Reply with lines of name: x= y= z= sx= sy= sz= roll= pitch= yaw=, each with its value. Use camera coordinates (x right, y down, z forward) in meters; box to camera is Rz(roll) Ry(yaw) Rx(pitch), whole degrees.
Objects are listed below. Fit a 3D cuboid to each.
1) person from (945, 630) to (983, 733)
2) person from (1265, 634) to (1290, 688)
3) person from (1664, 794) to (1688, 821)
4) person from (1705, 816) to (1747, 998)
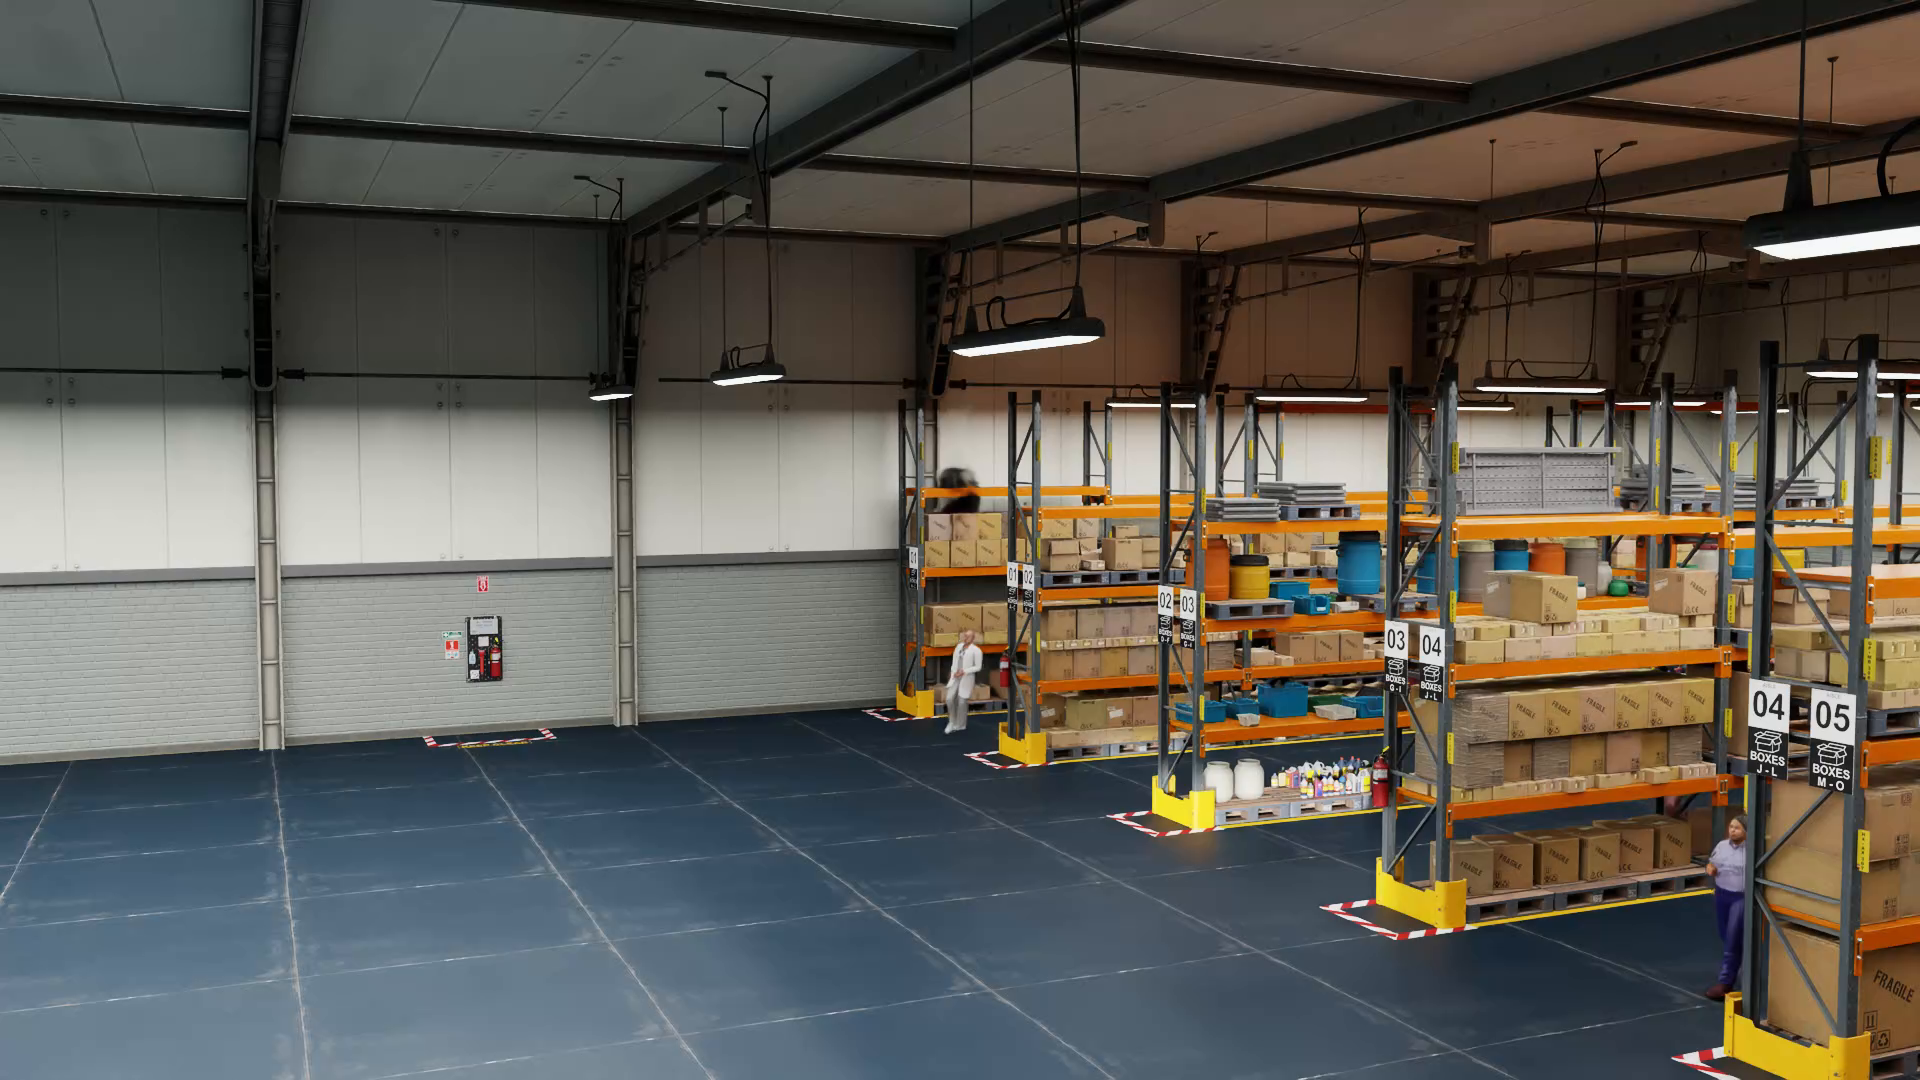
person: x=0.058 y=2.381 z=27.947 sx=0.700 sy=1.742 sz=0.634 roll=2 pitch=4 yaw=29
person: x=6.068 y=2.551 z=31.202 sx=0.760 sy=1.629 sz=0.515 roll=-1 pitch=4 yaw=-23
person: x=9.204 y=3.078 z=21.416 sx=0.543 sy=1.628 sz=0.568 roll=-2 pitch=4 yaw=-31
person: x=7.321 y=3.413 z=15.654 sx=0.941 sy=1.620 sz=0.607 roll=-2 pitch=4 yaw=-29
